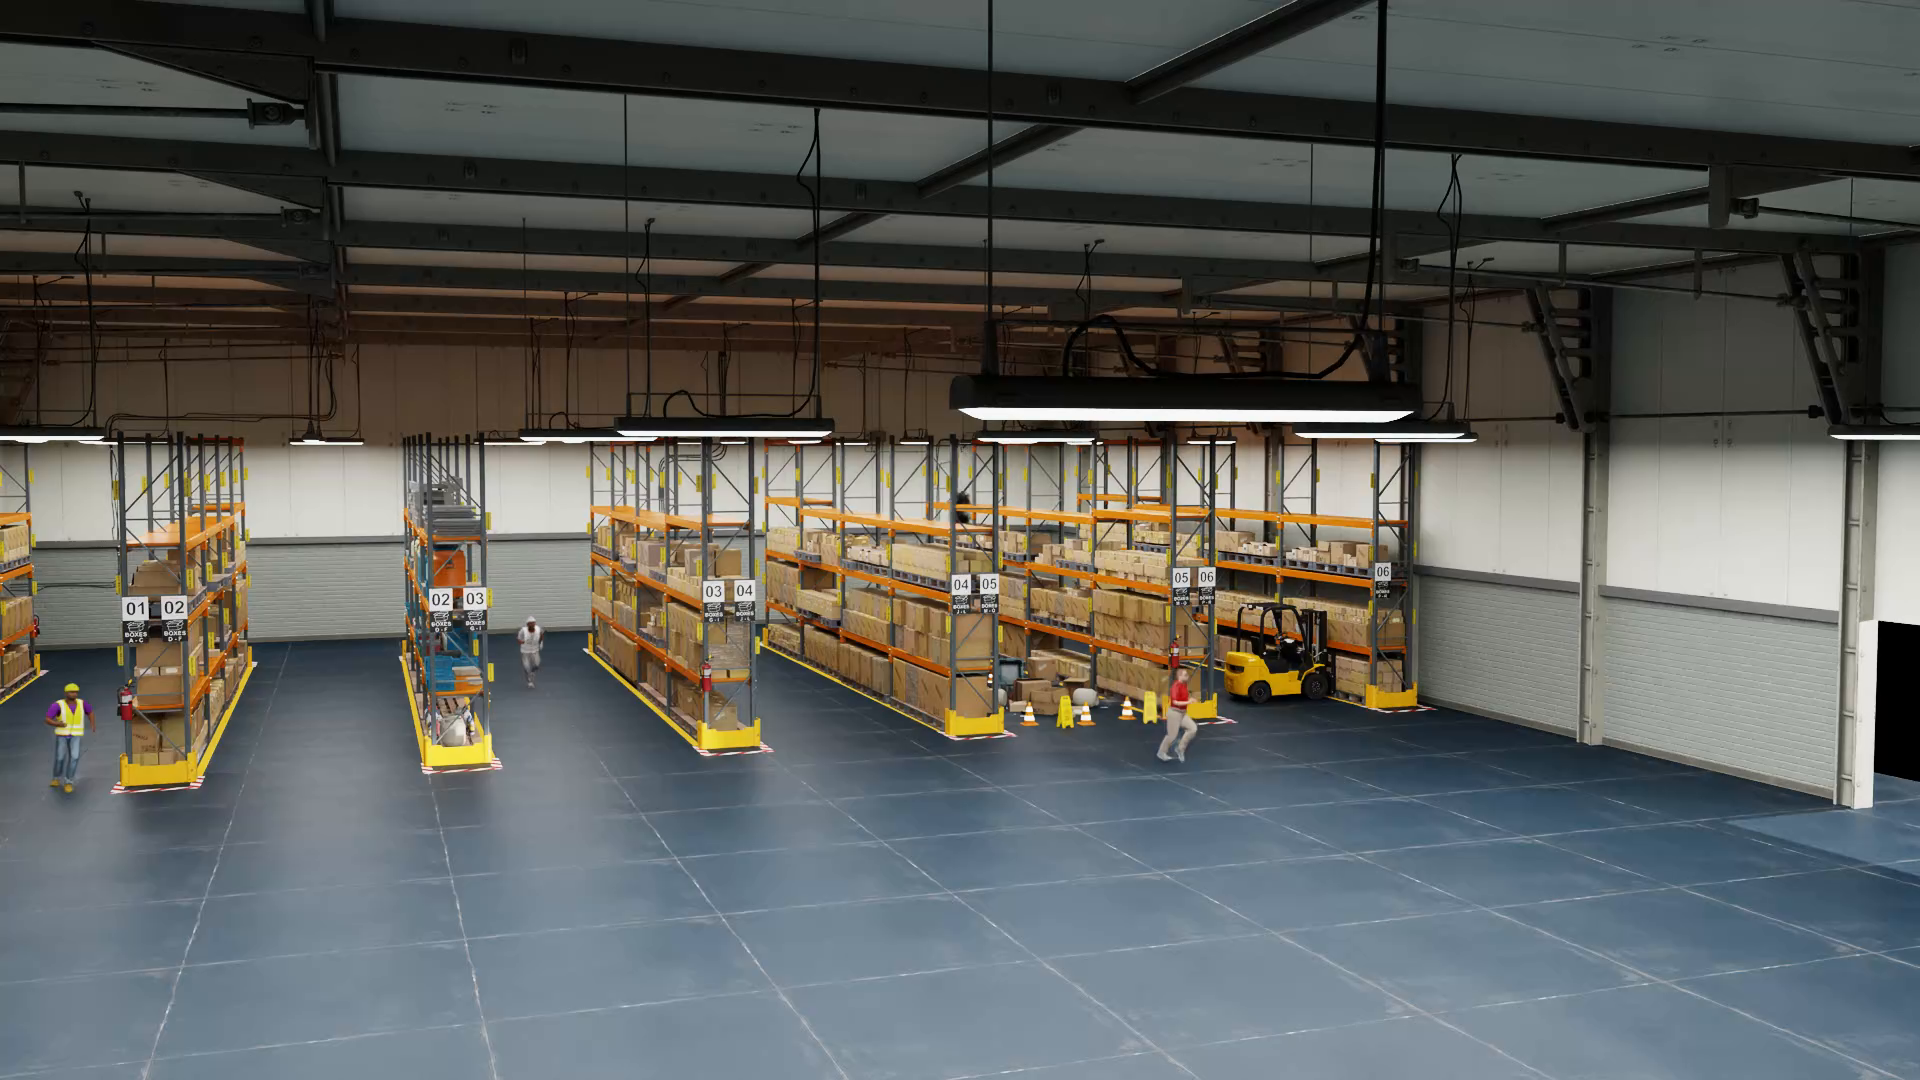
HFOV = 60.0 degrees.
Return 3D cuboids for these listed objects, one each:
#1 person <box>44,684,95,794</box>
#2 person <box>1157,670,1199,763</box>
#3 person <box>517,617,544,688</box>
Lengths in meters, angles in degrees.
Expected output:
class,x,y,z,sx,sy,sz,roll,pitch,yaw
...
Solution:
class,x,y,z,sx,sy,sz,roll,pitch,yaw
person,-14.891,3.302,27.853,0.766,1.791,0.717,-2,4,-38
person,3.962,3.195,30.152,0.827,1.717,0.694,2,4,30
person,-10.156,2.670,39.443,0.667,1.707,0.742,-1,3,-24
